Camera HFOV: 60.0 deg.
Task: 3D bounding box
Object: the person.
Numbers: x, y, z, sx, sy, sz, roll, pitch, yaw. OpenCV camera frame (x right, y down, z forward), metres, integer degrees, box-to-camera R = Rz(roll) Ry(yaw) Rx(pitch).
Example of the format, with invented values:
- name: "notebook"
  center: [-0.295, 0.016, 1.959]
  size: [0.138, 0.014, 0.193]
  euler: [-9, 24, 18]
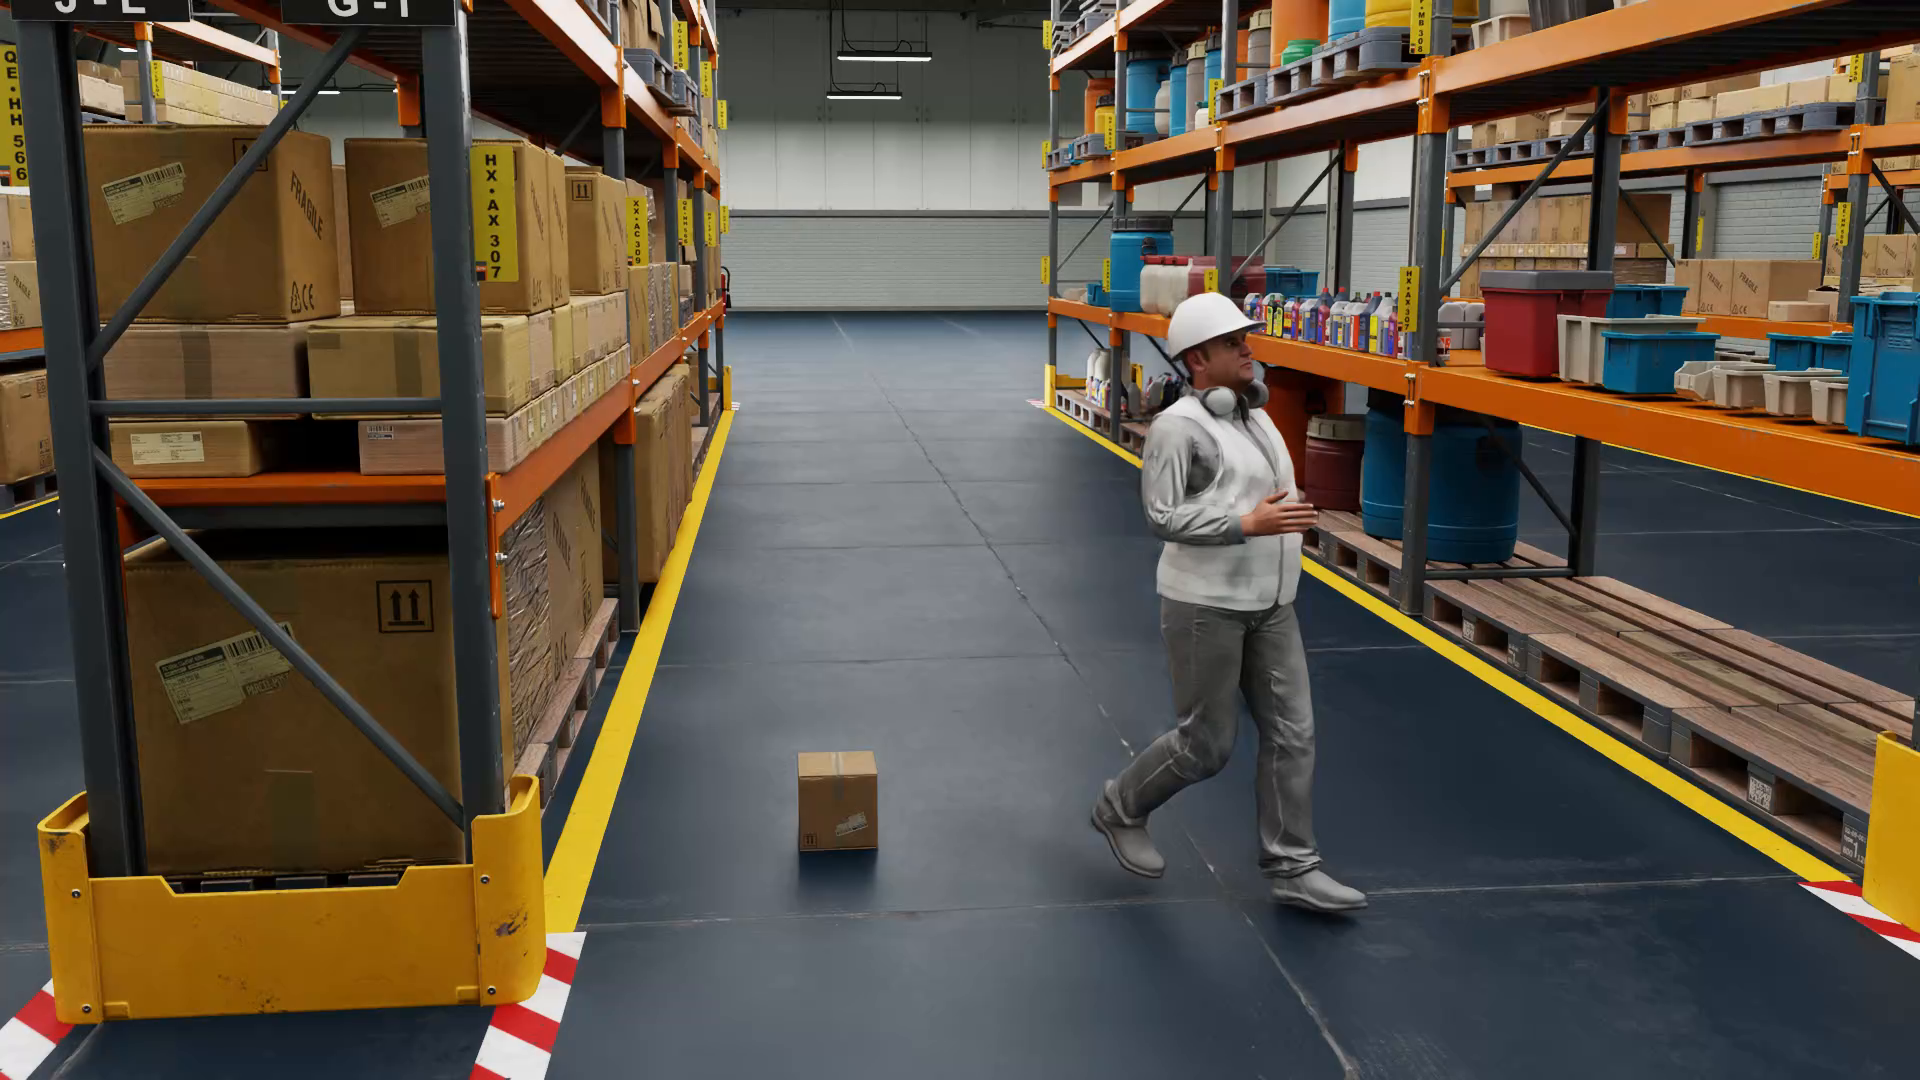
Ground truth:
- name: "person"
  center: [0.794, 0.176, 4.779]
  size: [0.845, 1.751, 0.666]
  euler: [10, 14, 44]
